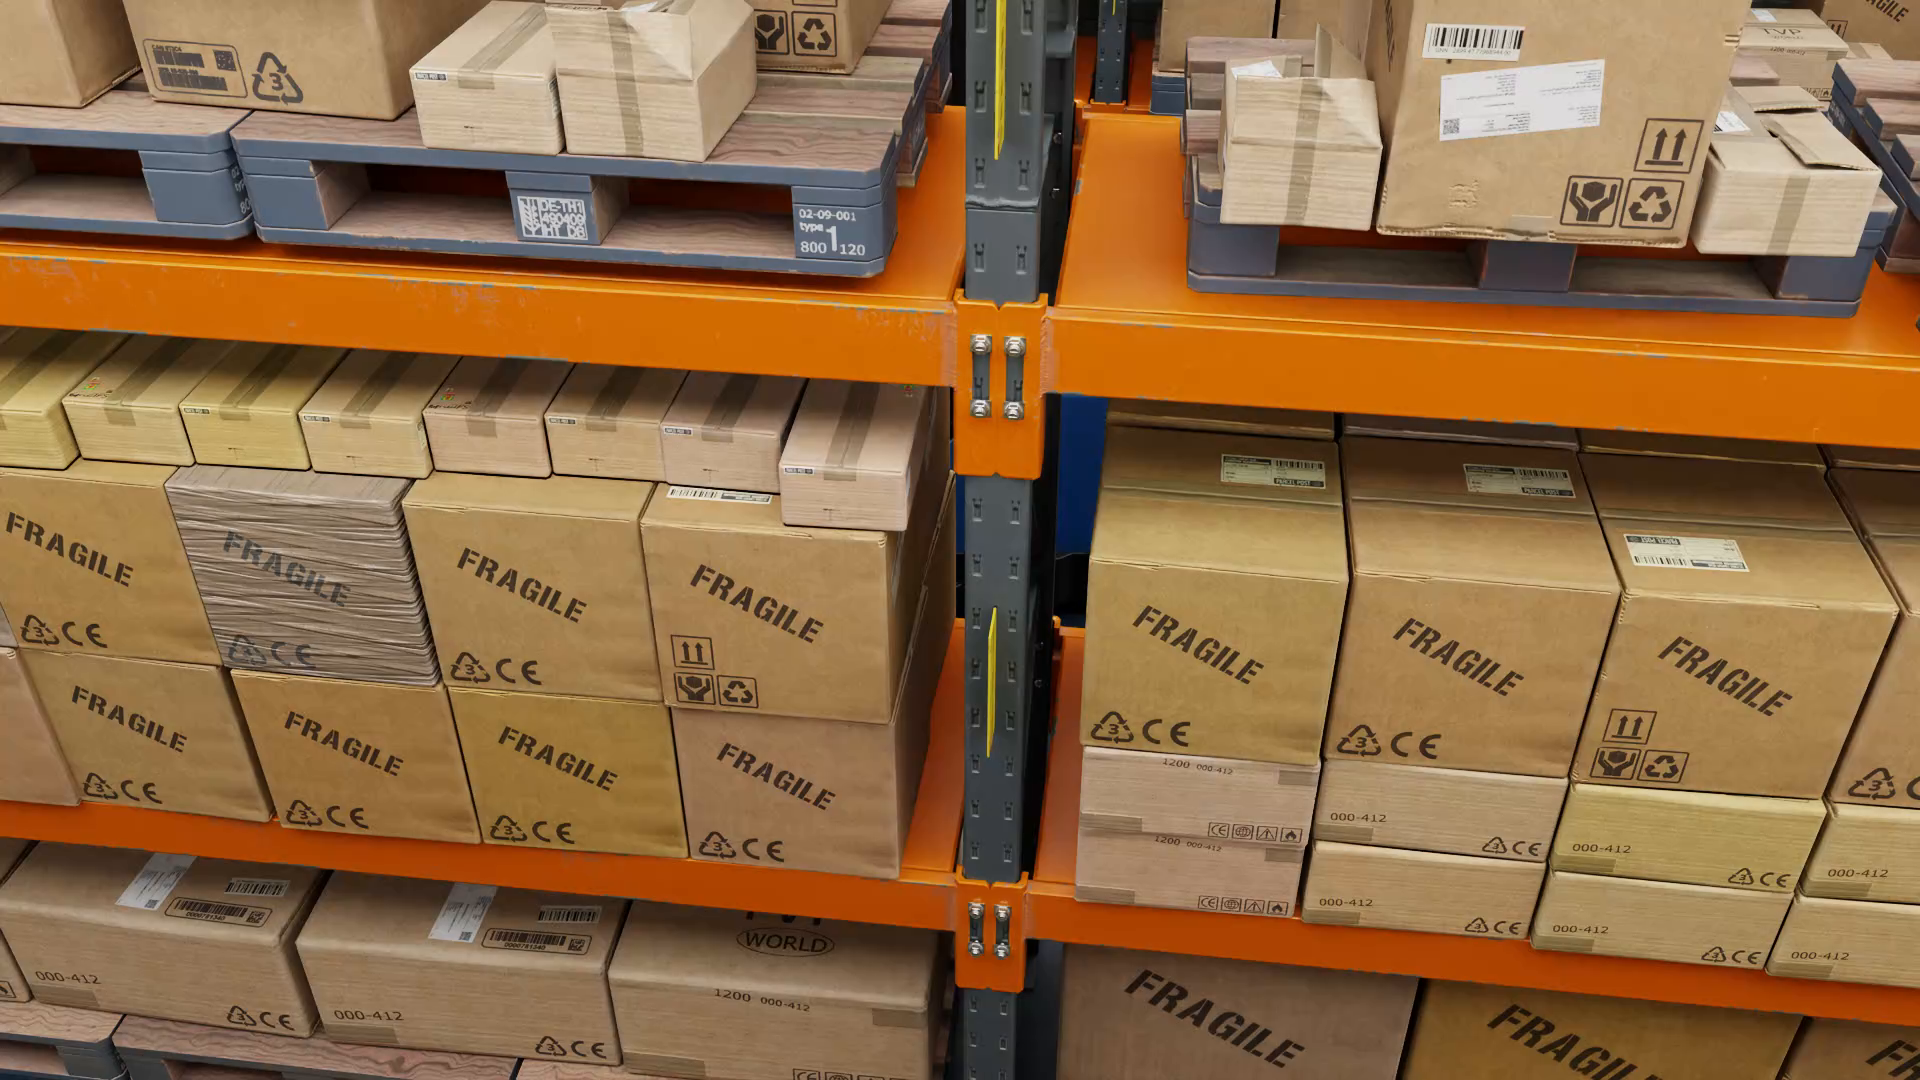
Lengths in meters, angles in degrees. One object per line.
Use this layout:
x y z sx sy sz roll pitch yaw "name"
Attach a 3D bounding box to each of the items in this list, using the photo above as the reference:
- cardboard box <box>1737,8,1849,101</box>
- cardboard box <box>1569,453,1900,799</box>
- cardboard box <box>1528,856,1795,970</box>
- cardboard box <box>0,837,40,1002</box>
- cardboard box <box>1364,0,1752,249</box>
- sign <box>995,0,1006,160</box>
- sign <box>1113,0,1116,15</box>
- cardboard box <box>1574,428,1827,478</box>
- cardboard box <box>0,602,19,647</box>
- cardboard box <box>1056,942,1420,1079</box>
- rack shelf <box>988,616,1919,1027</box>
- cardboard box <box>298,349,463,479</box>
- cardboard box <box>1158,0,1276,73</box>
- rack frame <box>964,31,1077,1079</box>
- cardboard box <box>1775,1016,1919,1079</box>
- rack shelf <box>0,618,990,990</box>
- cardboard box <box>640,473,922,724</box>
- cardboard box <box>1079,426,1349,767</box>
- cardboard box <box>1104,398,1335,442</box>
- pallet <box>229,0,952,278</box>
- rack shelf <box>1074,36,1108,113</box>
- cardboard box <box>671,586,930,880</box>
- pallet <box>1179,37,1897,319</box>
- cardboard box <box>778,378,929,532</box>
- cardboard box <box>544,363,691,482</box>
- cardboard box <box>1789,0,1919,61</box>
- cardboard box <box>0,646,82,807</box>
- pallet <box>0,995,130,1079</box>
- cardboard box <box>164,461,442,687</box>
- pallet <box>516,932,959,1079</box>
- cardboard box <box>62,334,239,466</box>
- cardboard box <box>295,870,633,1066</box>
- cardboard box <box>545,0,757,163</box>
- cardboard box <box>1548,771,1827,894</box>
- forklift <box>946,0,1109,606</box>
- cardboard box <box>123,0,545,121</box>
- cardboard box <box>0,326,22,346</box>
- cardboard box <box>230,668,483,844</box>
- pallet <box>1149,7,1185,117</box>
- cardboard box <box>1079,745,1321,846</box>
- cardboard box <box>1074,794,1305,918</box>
3.643 -2.204 7.524 0.500 0.250 0.500 3 36 4 "cardboard box"
1.540 0.172 3.479 0.500 0.500 0.500 3 36 5 "cardboard box"
1.557 0.692 3.827 0.500 0.250 0.500 4 36 6 "cardboard box"
-3.165 0.929 5.210 0.875 0.438 0.875 3 36 4 "cardboard box"
0.972 -0.839 2.813 0.500 0.500 0.500 4 36 5 "cardboard box"
0.066 -0.782 2.668 0.005 0.325 0.100 4 36 6 "sign"
0.702 -2.538 7.478 0.005 0.325 0.100 4 36 6 "sign"
1.624 -0.115 3.882 0.500 0.500 0.500 5 36 7 "cardboard box"
-2.368 -0.114 3.882 0.500 0.500 0.500 4 36 6 "cardboard box"
0.760 1.055 4.657 0.875 0.875 0.875 5 36 7 "cardboard box"
2.118 0.803 4.163 4.000 0.370 1.077 4 36 6 "rack shelf"
-1.211 -0.302 3.585 0.250 0.149 0.380 4 36 6 "cardboard box"
1.215 -2.546 7.787 0.500 0.500 0.700 5 36 7 "cardboard box"
0.135 0.362 4.161 0.127 3.000 1.000 4 36 6 "rack frame"
2.543 1.184 4.476 0.875 0.875 0.875 5 36 7 "cardboard box"
-1.849 0.507 4.577 4.000 0.370 1.077 4 36 6 "rack shelf"
-0.368 0.038 3.668 0.500 0.500 0.500 4 36 6 "cardboard box"
0.535 0.112 3.564 0.500 0.500 0.500 5 36 6 "cardboard box"
0.610 -0.198 3.998 0.500 0.500 0.500 5 36 7 "cardboard box"
-0.675 -0.890 3.409 1.213 0.211 1.003 4 36 6 "pallet"
-1.220 -2.354 8.585 4.000 0.370 1.077 4 36 6 "rack shelf"
-0.358 0.434 3.974 0.500 0.500 0.500 5 36 6 "cardboard box"
1.050 -0.742 3.290 1.217 0.209 0.805 3 36 4 "pallet"
-0.211 -0.189 3.428 0.250 0.149 0.380 4 36 5 "cardboard box"
-0.705 -0.296 3.577 0.250 0.149 0.380 4 36 6 "cardboard box"
4.240 -2.542 7.783 0.500 0.500 0.500 6 36 8 "cardboard box"
-2.386 0.295 4.168 0.500 0.500 0.500 4 36 6 "cardboard box"
-3.030 1.215 5.366 1.213 0.211 1.003 4 36 6 "pallet"
-1.377 -0.036 3.772 0.500 0.500 0.500 5 36 7 "cardboard box"
-0.610 1.395 5.113 1.213 0.211 1.003 4 36 6 "pallet"
-1.717 -0.330 3.625 0.250 0.149 0.380 4 36 6 "cardboard box"
-1.362 1.059 5.027 0.875 0.438 0.875 3 36 5 "cardboard box"
-0.540 -0.879 2.986 0.258 0.266 0.396 5 36 7 "cardboard box"
1.553 0.489 3.681 0.500 0.250 0.500 5 36 7 "cardboard box"
-0.625 -1.196 6.403 3.031 2.935 1.130 0 36 0 "forklift"
-1.207 -1.194 3.222 0.637 0.503 0.797 7 36 10 "cardboard box"
-2.231 -0.356 3.661 0.250 0.149 0.380 5 36 6 "cardboard box"
-1.369 0.370 4.063 0.500 0.500 0.500 4 36 5 "cardboard box"
1.542 -2.298 8.054 1.213 0.211 1.003 4 36 6 "pallet"
0.535 0.414 3.786 0.500 0.250 0.500 3 36 5 "cardboard box"
0.538 0.607 3.946 0.500 0.250 0.500 3 36 5 "cardboard box"
